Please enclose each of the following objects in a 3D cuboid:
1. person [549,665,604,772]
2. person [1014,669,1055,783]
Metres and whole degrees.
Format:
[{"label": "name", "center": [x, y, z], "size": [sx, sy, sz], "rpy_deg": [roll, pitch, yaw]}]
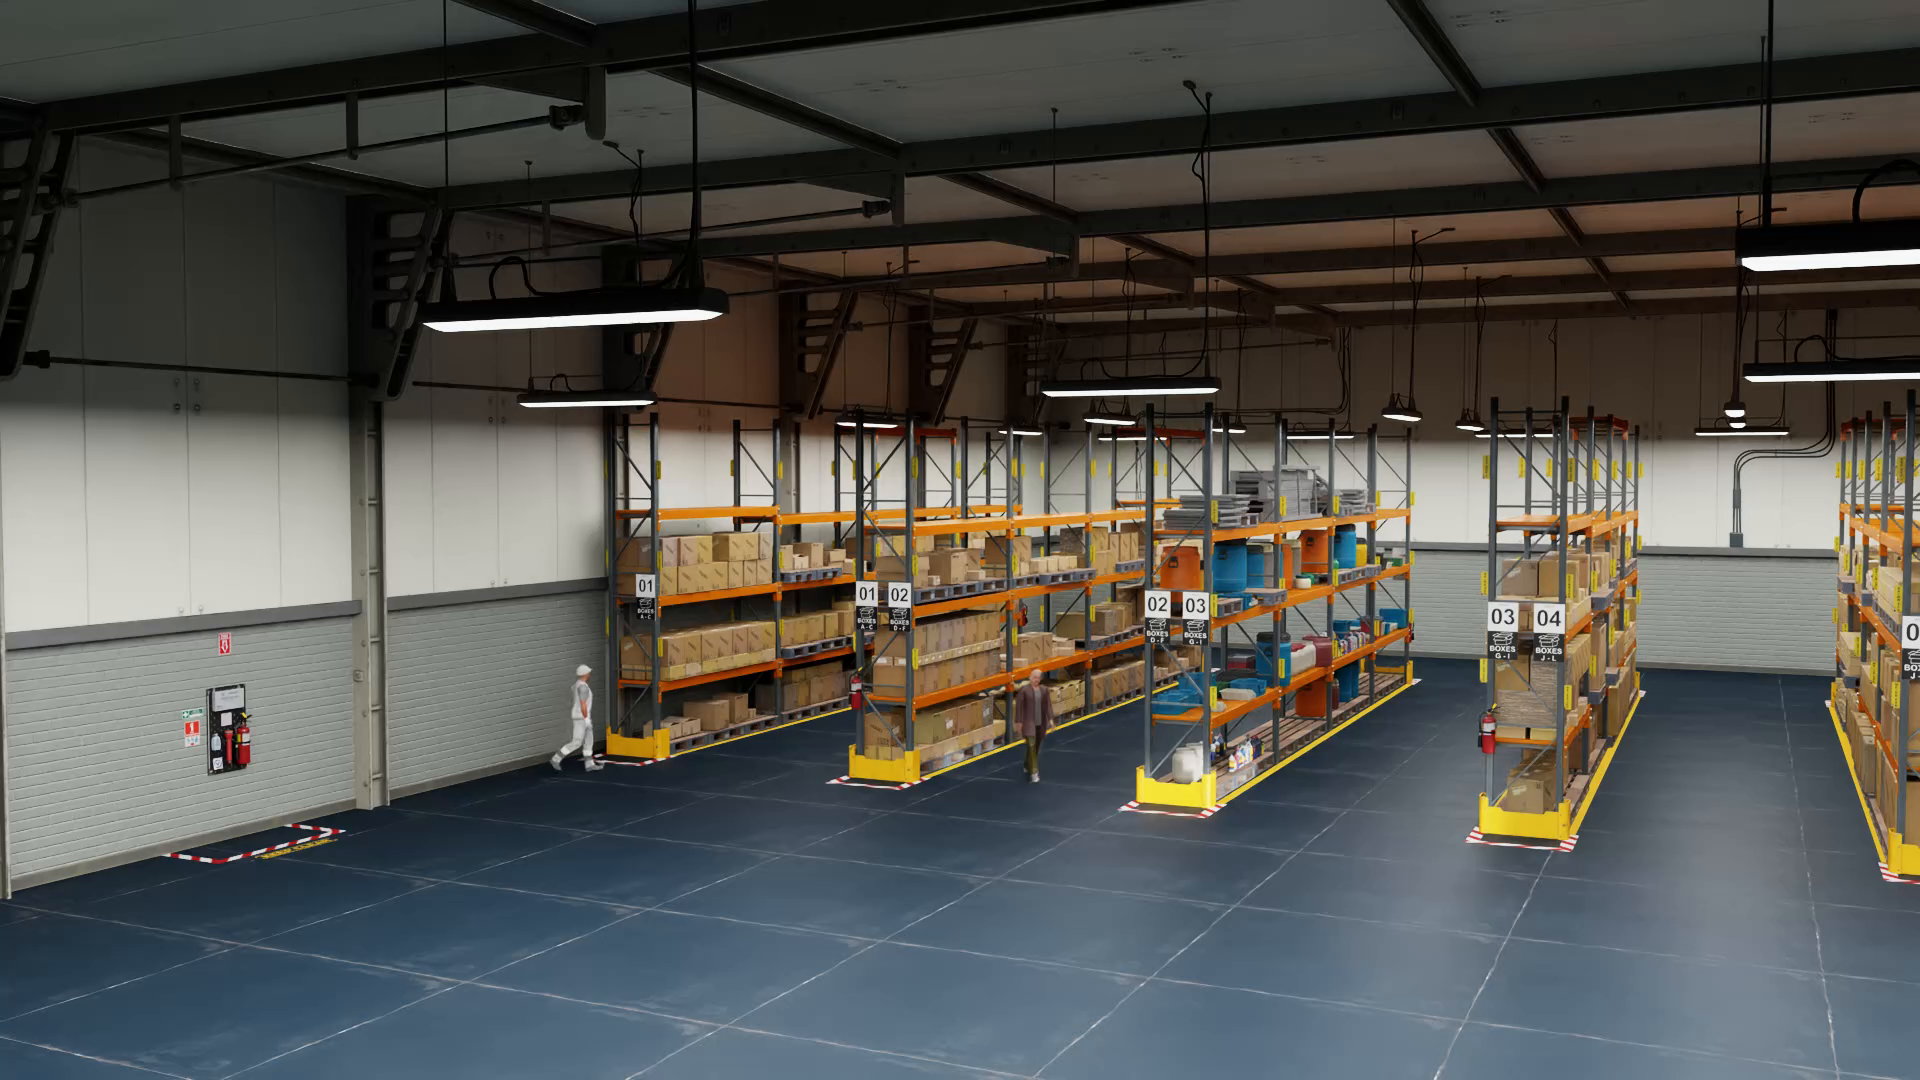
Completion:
[{"label": "person", "center": [-6.323, 2.954, 27.409], "size": [0.870, 1.782, 0.557], "rpy_deg": [0, 2, -10]}, {"label": "person", "center": [1.233, 2.974, 26.895], "size": [0.597, 1.753, 0.898], "rpy_deg": [-1, 3, -29]}]
